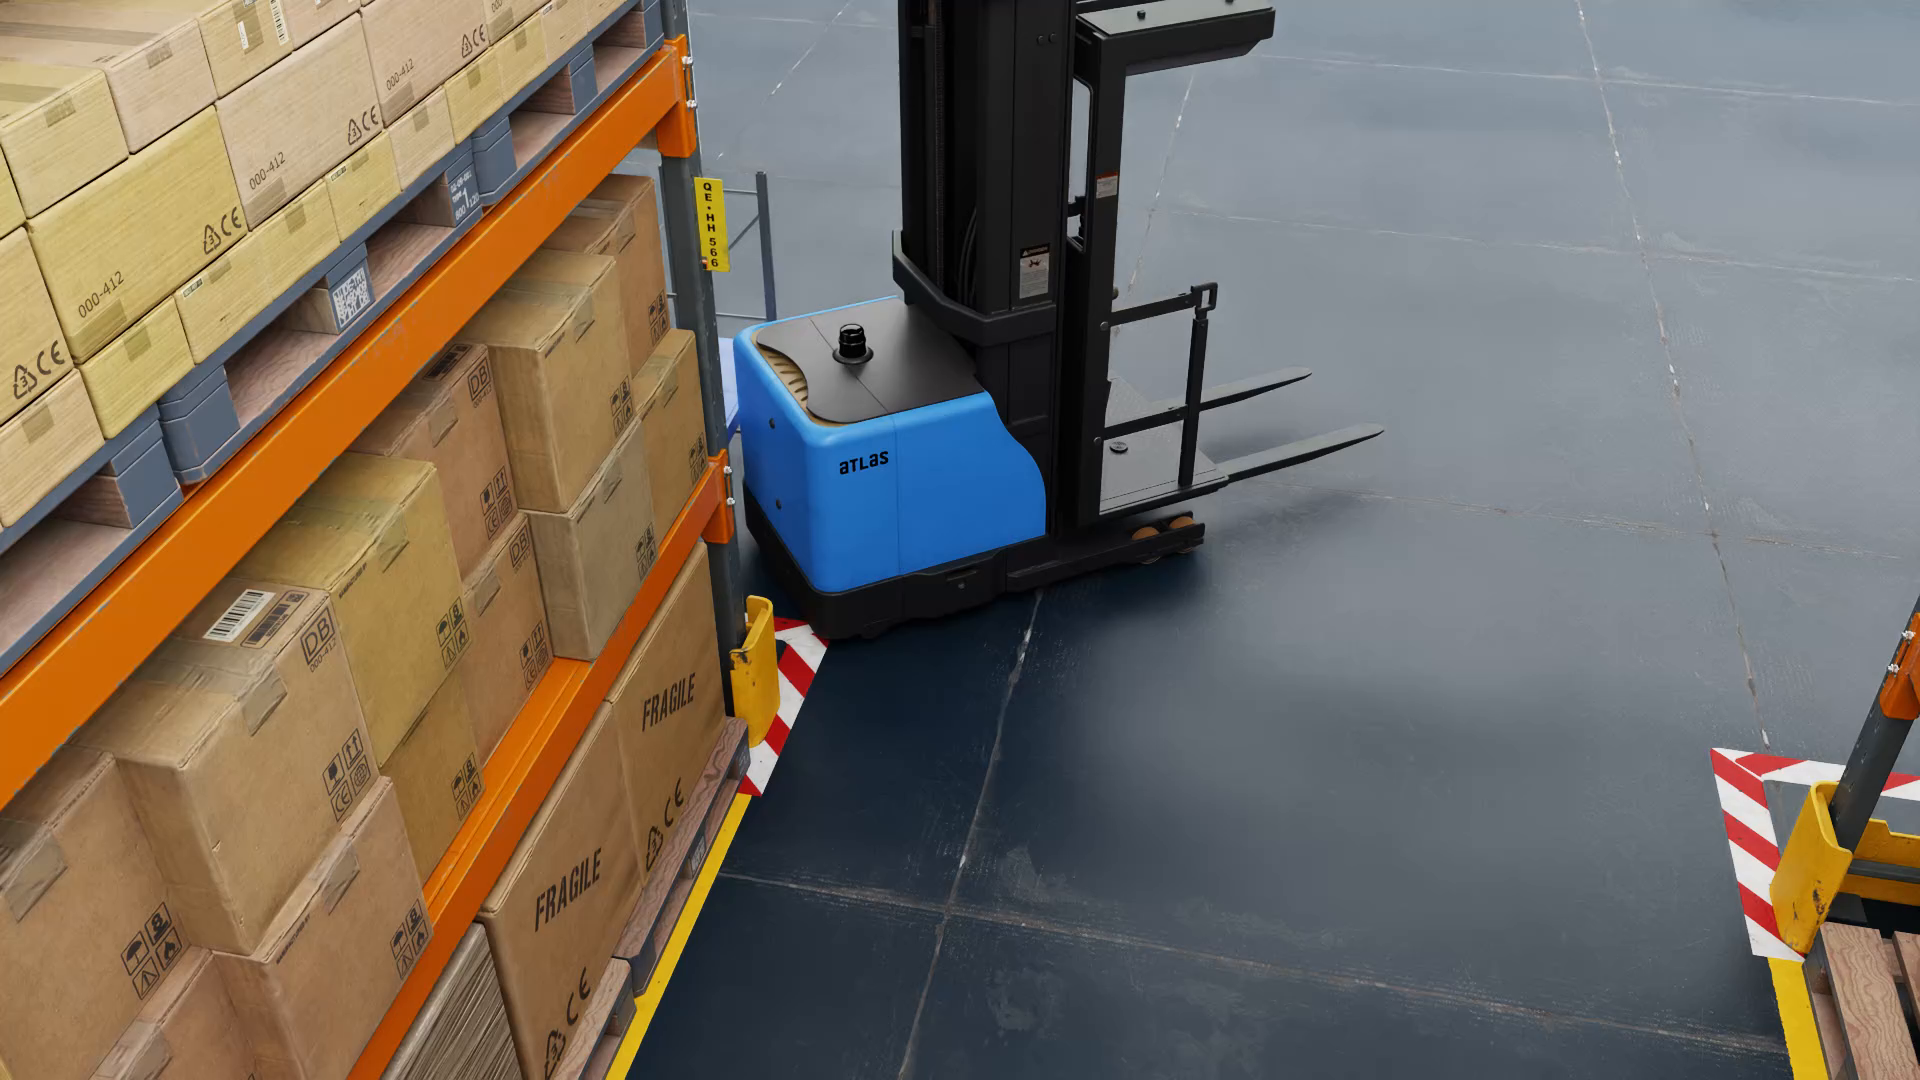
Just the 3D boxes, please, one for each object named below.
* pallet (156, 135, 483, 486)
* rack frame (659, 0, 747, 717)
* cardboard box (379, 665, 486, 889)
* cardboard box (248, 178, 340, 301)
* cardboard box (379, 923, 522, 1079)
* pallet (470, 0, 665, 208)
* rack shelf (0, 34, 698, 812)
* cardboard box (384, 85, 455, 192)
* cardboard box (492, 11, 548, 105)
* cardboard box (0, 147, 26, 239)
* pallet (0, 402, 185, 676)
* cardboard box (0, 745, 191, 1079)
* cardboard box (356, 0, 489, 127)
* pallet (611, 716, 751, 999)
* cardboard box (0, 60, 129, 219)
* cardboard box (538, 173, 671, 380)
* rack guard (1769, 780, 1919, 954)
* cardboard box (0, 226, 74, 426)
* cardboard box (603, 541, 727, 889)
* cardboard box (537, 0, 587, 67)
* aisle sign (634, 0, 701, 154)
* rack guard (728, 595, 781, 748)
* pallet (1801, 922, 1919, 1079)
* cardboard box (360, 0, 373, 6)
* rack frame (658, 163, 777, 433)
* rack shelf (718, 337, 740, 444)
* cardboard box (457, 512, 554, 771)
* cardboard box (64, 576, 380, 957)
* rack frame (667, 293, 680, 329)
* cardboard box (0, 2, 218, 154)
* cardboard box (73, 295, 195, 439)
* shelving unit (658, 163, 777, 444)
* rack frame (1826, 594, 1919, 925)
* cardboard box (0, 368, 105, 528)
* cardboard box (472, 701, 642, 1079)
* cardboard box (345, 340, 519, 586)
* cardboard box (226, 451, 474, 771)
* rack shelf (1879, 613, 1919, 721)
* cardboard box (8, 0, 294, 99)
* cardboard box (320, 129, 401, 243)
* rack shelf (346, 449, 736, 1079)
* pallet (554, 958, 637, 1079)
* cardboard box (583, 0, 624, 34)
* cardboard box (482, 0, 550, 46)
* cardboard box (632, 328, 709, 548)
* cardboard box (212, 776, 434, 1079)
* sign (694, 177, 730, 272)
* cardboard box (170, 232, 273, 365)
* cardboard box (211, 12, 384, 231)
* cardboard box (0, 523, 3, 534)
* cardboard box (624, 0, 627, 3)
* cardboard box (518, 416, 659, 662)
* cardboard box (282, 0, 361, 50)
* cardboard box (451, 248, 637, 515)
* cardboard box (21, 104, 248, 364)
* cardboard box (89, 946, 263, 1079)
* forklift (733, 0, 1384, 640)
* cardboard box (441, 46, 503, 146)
[{"bbox_3d":[-1.744,-0.587,3.524,1.003,0.211,1.213,7,37,10],"label":"pallet"},{"bbox_3d":[-1.337,-0.537,5.934,1.000,3.000,0.127,7,37,10],"label":"rack frame"},{"bbox_3d":[-1.783,0.553,4.303,0.875,0.550,0.500,7,37,10],"label":"cardboard box"},{"bbox_3d":[-1.457,-0.605,3.244,0.380,0.149,0.250,8,37,11],"label":"cardboard box"},{"bbox_3d":[-1.800,1.578,4.470,0.875,0.875,0.875,8,37,10],"label":"cardboard box"},{"bbox_3d":[-1.485,-1.289,4.492,1.003,0.211,1.213,7,37,10],"label":"pallet"},{"bbox_3d":[-1.764,-0.313,3.683,1.077,0.370,4.000,7,37,10],"label":"rack shelf"},{"bbox_3d":[-1.349,-0.899,3.649,0.380,0.149,0.250,8,37,10],"label":"cardboard box"},{"bbox_3d":[-1.241,-1.190,4.051,0.380,0.149,0.250,8,37,10],"label":"cardboard box"},{"bbox_3d":[-1.620,-0.493,2.409,0.380,0.149,0.250,7,36,9],"label":"cardboard box"},{"bbox_3d":[-2.007,0.110,2.562,1.003,0.211,1.213,7,37,10],"label":"pallet"},{"bbox_3d":[-2.075,0.721,3.151,0.875,0.550,0.550,7,37,10],"label":"cardboard box"},{"bbox_3d":[-1.385,-1.131,3.630,0.500,0.250,0.500,7,37,10],"label":"cardboard box"},{"bbox_3d":[-1.432,1.061,6.107,1.003,0.211,1.213,7,37,10],"label":"pallet"},{"bbox_3d":[-1.566,-0.641,2.613,0.380,0.149,0.250,8,37,10],"label":"cardboard box"},{"bbox_3d":[-1.454,-0.827,5.287,0.875,0.550,0.550,7,37,10],"label":"cardboard box"},{"bbox_3d":[3.470,1.199,5.670,1.175,0.500,0.348,7,37,10],"label":"rack guard"},{"bbox_3d":[-1.707,-0.263,2.432,0.500,0.250,0.500,7,37,10],"label":"cardboard box"},{"bbox_3d":[-1.418,0.551,5.887,0.875,0.875,0.875,8,37,10],"label":"cardboard box"},{"bbox_3d":[-1.186,-1.335,4.251,0.380,0.149,0.250,8,37,11],"label":"cardboard box"},{"bbox_3d":[-1.029,-1.592,5.176,0.394,0.787,0.004,7,37,10],"label":"aisle sign"},{"bbox_3d":[-1.332,0.462,6.687,1.175,0.500,0.348,7,37,10],"label":"rack guard"},{"bbox_3d":[3.262,1.777,5.118,1.003,0.211,1.213,7,37,10],"label":"pallet"},{"bbox_3d":[-1.350,-1.218,3.410,0.380,0.149,0.250,7,36,9],"label":"cardboard box"},{"bbox_3d":[-1.119,-1.068,7.946,0.500,1.500,0.032,6,36,9],"label":"rack frame"},{"bbox_3d":[-1.214,-0.630,7.647,0.538,0.185,1.000,6,36,9],"label":"rack shelf"},{"bbox_3d":[-1.711,0.244,4.729,0.875,0.550,0.550,7,37,10],"label":"cardboard box"},{"bbox_3d":[-1.826,0.429,3.554,0.875,0.550,0.550,7,37,10],"label":"cardboard box"},{"bbox_3d":[-1.308,-0.482,7.137,0.500,1.500,0.032,6,36,9],"label":"rack frame"},{"bbox_3d":[-1.511,-0.786,2.813,0.380,0.149,0.250,7,37,10],"label":"cardboard box"},{"bbox_3d":[-1.566,-0.317,2.846,0.380,0.149,0.250,7,36,9],"label":"cardboard box"},{"bbox_3d":[-1.214,-0.775,7.542,0.538,1.500,1.048,6,36,9],"label":"shelving unit"},{"bbox_3d":[3.487,0.143,4.997,1.000,3.000,0.127,7,37,10],"label":"rack frame"},{"bbox_3d":[-1.620,-0.168,2.641,0.380,0.149,0.250,7,36,9],"label":"cardboard box"},{"bbox_3d":[-1.603,1.055,5.191,0.875,0.875,0.875,7,36,9],"label":"cardboard box"},{"bbox_3d":[-1.734,-0.196,4.416,0.875,0.550,0.550,7,37,10],"label":"cardboard box"},{"bbox_3d":[-1.720,0.124,3.975,0.875,0.550,0.500,7,37,10],"label":"cardboard box"},{"bbox_3d":[3.060,1.581,3.626,1.077,0.370,4.000,7,37,10],"label":"rack shelf"},{"bbox_3d":[-1.457,-0.928,3.010,0.380,0.149,0.250,7,37,10],"label":"cardboard box"},{"bbox_3d":[-1.403,-0.753,3.447,0.380,0.149,0.250,8,37,11],"label":"cardboard box"},{"bbox_3d":[-1.764,0.901,4.564,1.077,0.370,4.000,7,37,10],"label":"rack shelf"},{"bbox_3d":[-1.694,1.758,5.145,1.003,0.211,1.213,7,37,10],"label":"pallet"},{"bbox_3d":[-1.132,-1.483,4.455,0.380,0.149,0.250,8,37,10],"label":"cardboard box"},{"bbox_3d":[-1.276,-1.419,4.027,0.500,0.250,0.500,7,37,10],"label":"cardboard box"},{"bbox_3d":[-1.372,-0.379,5.589,0.875,0.550,0.550,7,37,10],"label":"cardboard box"},{"bbox_3d":[-1.799,0.870,3.866,0.875,0.550,0.550,7,37,10],"label":"cardboard box"},{"bbox_3d":[-0.810,-1.025,5.420,0.100,0.325,0.005,7,37,10],"label":"sign"},{"bbox_3d":[-1.512,-0.463,3.048,0.380,0.149,0.250,7,37,10],"label":"cardboard box"},{"bbox_3d":[-1.493,-0.843,3.232,0.500,0.250,0.500,8,37,10],"label":"cardboard box"},{"bbox_3d":[-1.674,-0.024,2.443,0.380,0.149,0.250,7,37,10],"label":"cardboard box"},{"bbox_3d":[-1.077,-1.627,4.654,0.380,0.149,0.250,7,37,10],"label":"cardboard box"},{"bbox_3d":[-1.468,-0.061,5.150,0.875,0.550,0.550,7,37,10],"label":"cardboard box"},{"bbox_3d":[-1.403,-1.073,3.210,0.380,0.149,0.250,8,37,10],"label":"cardboard box"},{"bbox_3d":[-1.482,-0.500,4.836,0.875,0.550,0.550,7,37,10],"label":"cardboard box"},{"bbox_3d":[-1.600,-0.552,2.831,0.500,0.250,0.500,7,37,9],"label":"cardboard box"},{"bbox_3d":[-2.029,1.165,3.459,0.875,0.550,0.550,7,37,10],"label":"cardboard box"},{"bbox_3d":[0.563,-1.343,7.105,3.031,2.935,1.130,-15,39,-20],"label":"forklift"},{"bbox_3d":[-1.295,-1.043,3.848,0.380,0.149,0.250,7,36,9],"label":"cardboard box"}]
